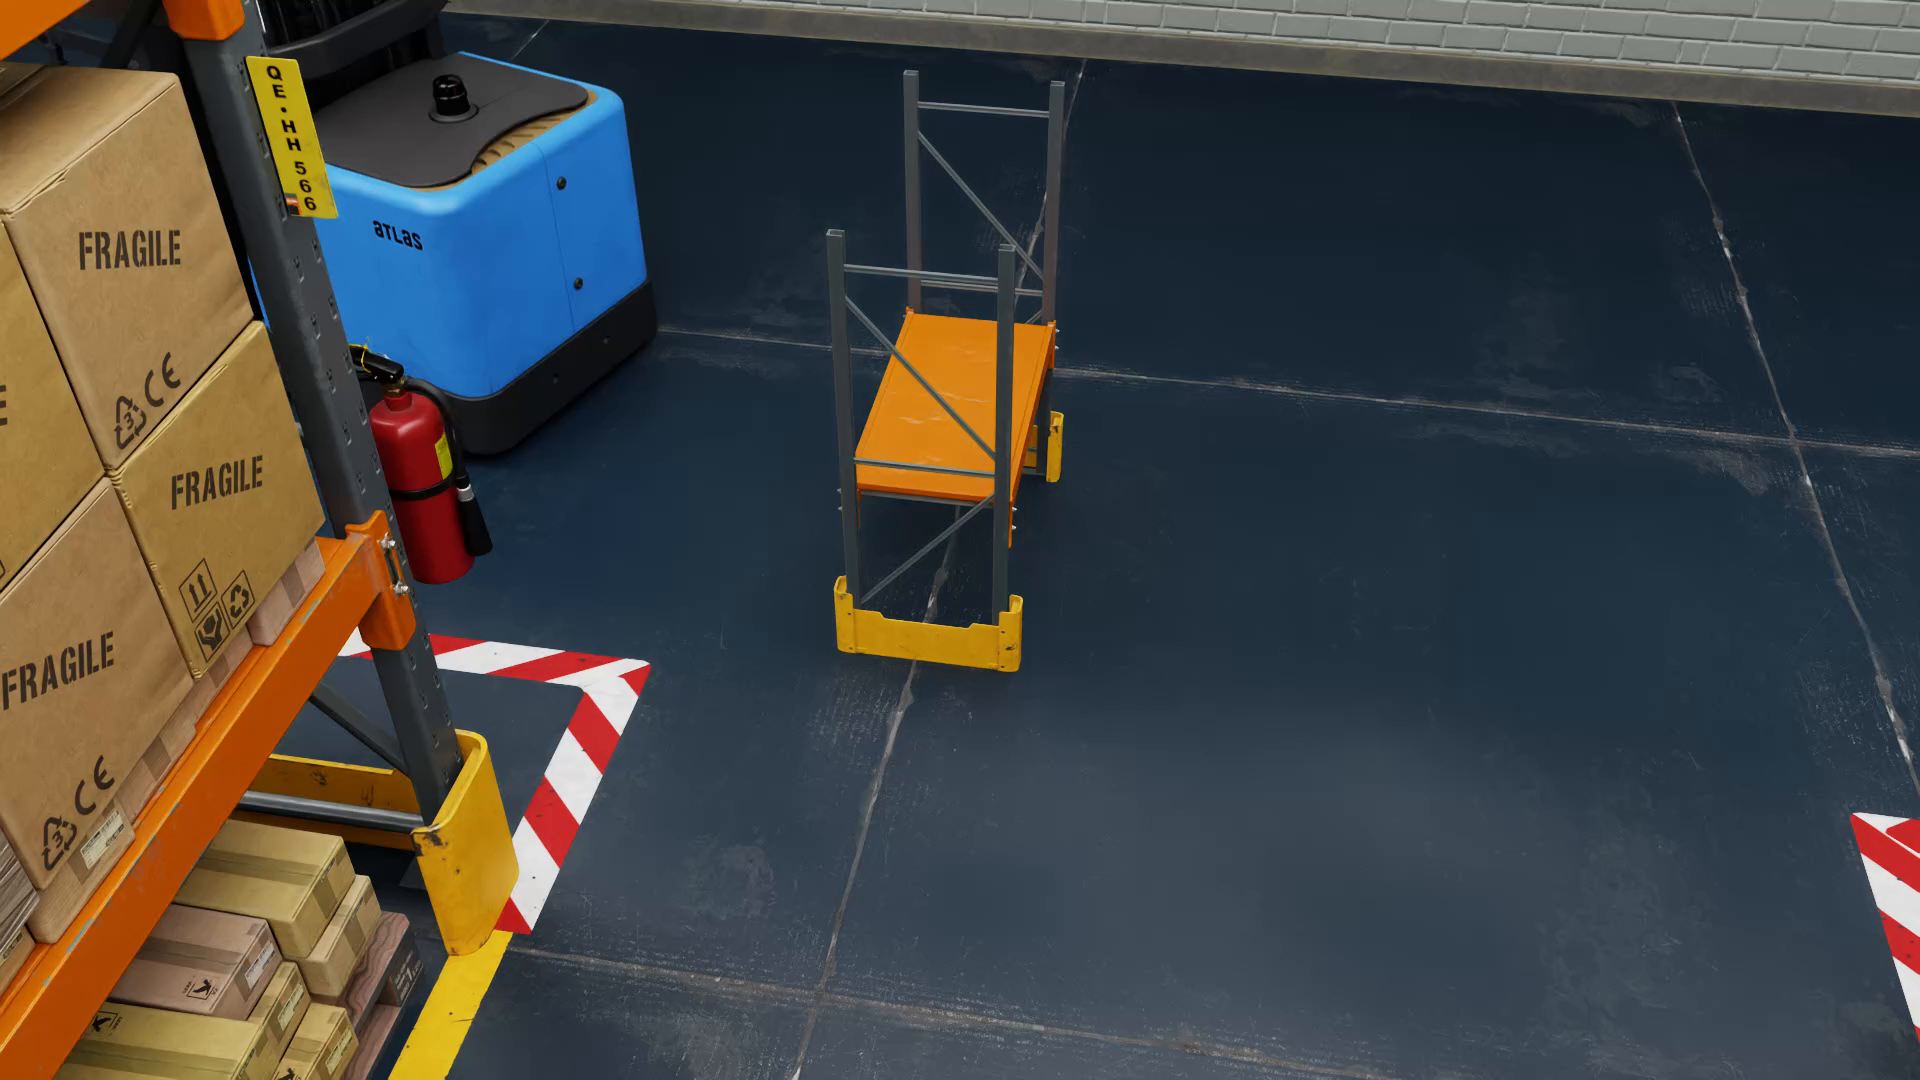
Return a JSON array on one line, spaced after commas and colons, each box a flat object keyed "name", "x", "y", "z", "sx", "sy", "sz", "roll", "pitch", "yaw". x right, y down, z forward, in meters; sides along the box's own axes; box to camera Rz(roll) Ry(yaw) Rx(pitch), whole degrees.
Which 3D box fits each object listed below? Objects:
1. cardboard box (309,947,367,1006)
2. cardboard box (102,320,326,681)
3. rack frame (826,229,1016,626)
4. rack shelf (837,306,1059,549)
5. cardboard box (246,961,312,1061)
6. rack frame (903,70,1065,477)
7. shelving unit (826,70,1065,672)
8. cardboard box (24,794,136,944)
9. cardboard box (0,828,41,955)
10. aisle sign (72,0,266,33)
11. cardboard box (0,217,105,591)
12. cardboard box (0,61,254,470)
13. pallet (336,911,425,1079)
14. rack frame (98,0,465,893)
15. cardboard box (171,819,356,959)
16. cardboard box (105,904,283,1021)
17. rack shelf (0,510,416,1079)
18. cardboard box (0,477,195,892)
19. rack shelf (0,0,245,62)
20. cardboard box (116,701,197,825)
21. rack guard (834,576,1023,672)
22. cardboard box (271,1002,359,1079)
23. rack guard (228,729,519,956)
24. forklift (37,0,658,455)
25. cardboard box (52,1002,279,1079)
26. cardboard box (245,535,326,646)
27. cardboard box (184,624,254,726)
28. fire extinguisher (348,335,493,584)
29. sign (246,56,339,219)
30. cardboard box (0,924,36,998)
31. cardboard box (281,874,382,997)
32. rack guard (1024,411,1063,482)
[{"name": "cardboard box", "x": -1.694, "y": 1.025, "z": 4.064, "sx": 0.380, "sy": 0.149, "sz": 0.250, "roll": 7, "pitch": 40, "yaw": 8}, {"name": "cardboard box", "x": -1.633, "y": -0.108, "z": 3.215, "sx": 0.500, "sy": 0.500, "sz": 0.500, "roll": 7, "pitch": 40, "yaw": 9}, {"name": "rack frame", "x": -0.103, "y": -0.205, "z": 4.821, "sx": 0.500, "sy": 1.500, "sz": 0.032, "roll": 6, "pitch": 40, "yaw": 8}, {"name": "rack shelf", "x": -0.015, "y": -0.386, "z": 5.322, "sx": 0.538, "sy": 0.185, "sz": 1.000, "roll": 6, "pitch": 40, "yaw": 8}, {"name": "cardboard box", "x": -1.717, "y": 1.078, "z": 3.766, "sx": 0.380, "sy": 0.149, "sz": 0.250, "roll": 6, "pitch": 40, "yaw": 7}, {"name": "rack frame", "x": 0.073, "y": -0.844, "z": 5.593, "sx": 0.500, "sy": 1.500, "sz": 0.032, "roll": 6, "pitch": 40, "yaw": 8}, {"name": "shelving unit", "x": -0.013, "y": -0.530, "z": 5.214, "sx": 0.587, "sy": 1.500, "sz": 1.083, "roll": 6, "pitch": 40, "yaw": 8}, {"name": "cardboard box", "x": -1.717, "y": 0.541, "z": 2.939, "sx": 0.380, "sy": 0.149, "sz": 0.250, "roll": 7, "pitch": 40, "yaw": 9}, {"name": "cardboard box", "x": -1.806, "y": 0.534, "z": 2.438, "sx": 0.500, "sy": 0.500, "sz": 0.500, "roll": 7, "pitch": 40, "yaw": 8}, {"name": "aisle sign", "x": -1.501, "y": -1.280, "z": 2.904, "sx": 0.394, "sy": 0.787, "sz": 0.004, "roll": 6, "pitch": 40, "yaw": 8}, {"name": "cardboard box", "x": -1.731, "y": -0.171, "z": 2.506, "sx": 0.500, "sy": 0.500, "sz": 0.500, "roll": 5, "pitch": 40, "yaw": 6}, {"name": "cardboard box", "x": -1.643, "y": -0.489, "z": 2.891, "sx": 0.500, "sy": 0.500, "sz": 0.500, "roll": 6, "pitch": 40, "yaw": 7}, {"name": "pallet", "x": -1.997, "y": 1.363, "z": 3.935, "sx": 1.003, "sy": 0.211, "sz": 1.213, "roll": 6, "pitch": 40, "yaw": 8}, {"name": "rack frame", "x": -1.809, "y": -0.265, "z": 3.717, "sx": 1.000, "sy": 3.000, "sz": 0.127, "roll": 6, "pitch": 40, "yaw": 8}, {"name": "cardboard box", "x": -1.651, "y": 0.803, "z": 3.866, "sx": 0.380, "sy": 0.149, "sz": 0.250, "roll": 7, "pitch": 40, "yaw": 8}, {"name": "cardboard box", "x": -1.751, "y": 0.954, "z": 3.683, "sx": 0.380, "sy": 0.149, "sz": 0.250, "roll": 7, "pitch": 40, "yaw": 9}, {"name": "rack shelf", "x": -2.155, "y": 1.267, "z": 2.428, "sx": 1.077, "sy": 0.370, "sz": 4.000, "roll": 6, "pitch": 40, "yaw": 8}, {"name": "cardboard box", "x": -1.727, "y": 0.215, "z": 2.824, "sx": 0.500, "sy": 0.500, "sz": 0.500, "roll": 6, "pitch": 40, "yaw": 7}, {"name": "rack shelf", "x": -2.155, "y": 0.111, "z": 1.472, "sx": 1.077, "sy": 0.370, "sz": 4.000, "roll": 6, "pitch": 40, "yaw": 8}, {"name": "cardboard box", "x": -1.695, "y": 0.378, "z": 3.135, "sx": 0.380, "sy": 0.149, "sz": 0.250, "roll": 6, "pitch": 40, "yaw": 7}, {"name": "rack guard", "x": -0.099, "y": 0.264, "z": 5.234, "sx": 0.587, "sy": 0.250, "sz": 0.087, "roll": 6, "pitch": 40, "yaw": 8}, {"name": "cardboard box", "x": -1.639, "y": 1.198, "z": 3.855, "sx": 0.380, "sy": 0.149, "sz": 0.250, "roll": 8, "pitch": 40, "yaw": 9}, {"name": "rack guard", "x": -1.822, "y": 0.746, "z": 4.455, "sx": 1.175, "sy": 0.500, "sz": 0.348, "roll": 6, "pitch": 40, "yaw": 8}, {"name": "forklift", "x": -2.751, "y": -2.114, "z": 6.007, "sx": 3.031, "sy": 2.935, "sz": 1.130, "roll": 19, "pitch": 43, "yaw": 22}, {"name": "cardboard box", "x": -1.671, "y": 1.131, "z": 3.469, "sx": 0.380, "sy": 0.149, "sz": 0.250, "roll": 6, "pitch": 40, "yaw": 7}, {"name": "cardboard box", "x": -1.587, "y": 0.067, "z": 3.511, "sx": 0.380, "sy": 0.149, "sz": 0.250, "roll": 6, "pitch": 40, "yaw": 8}, {"name": "cardboard box", "x": -1.667, "y": 0.219, "z": 3.328, "sx": 0.380, "sy": 0.149, "sz": 0.250, "roll": 6, "pitch": 40, "yaw": 8}, {"name": "fire extinguisher", "x": -1.311, "y": -0.199, "z": 3.990, "sx": 0.296, "sy": 0.674, "sz": 0.183, "roll": 6, "pitch": 40, "yaw": 8}, {"name": "sign", "x": -1.266, "y": -0.759, "z": 3.158, "sx": 0.100, "sy": 0.325, "sz": 0.005, "roll": 6, "pitch": 40, "yaw": 8}, {"name": "cardboard box", "x": -1.791, "y": 0.703, "z": 2.742, "sx": 0.380, "sy": 0.149, "sz": 0.250, "roll": 5, "pitch": 40, "yaw": 6}, {"name": "cardboard box", "x": -1.619, "y": 0.920, "z": 3.958, "sx": 0.380, "sy": 0.149, "sz": 0.250, "roll": 5, "pitch": 40, "yaw": 6}, {"name": "rack guard", "x": 0.073, "y": -0.361, "z": 5.990, "sx": 0.587, "sy": 0.250, "sz": 0.087, "roll": 6, "pitch": 40, "yaw": 8}]
